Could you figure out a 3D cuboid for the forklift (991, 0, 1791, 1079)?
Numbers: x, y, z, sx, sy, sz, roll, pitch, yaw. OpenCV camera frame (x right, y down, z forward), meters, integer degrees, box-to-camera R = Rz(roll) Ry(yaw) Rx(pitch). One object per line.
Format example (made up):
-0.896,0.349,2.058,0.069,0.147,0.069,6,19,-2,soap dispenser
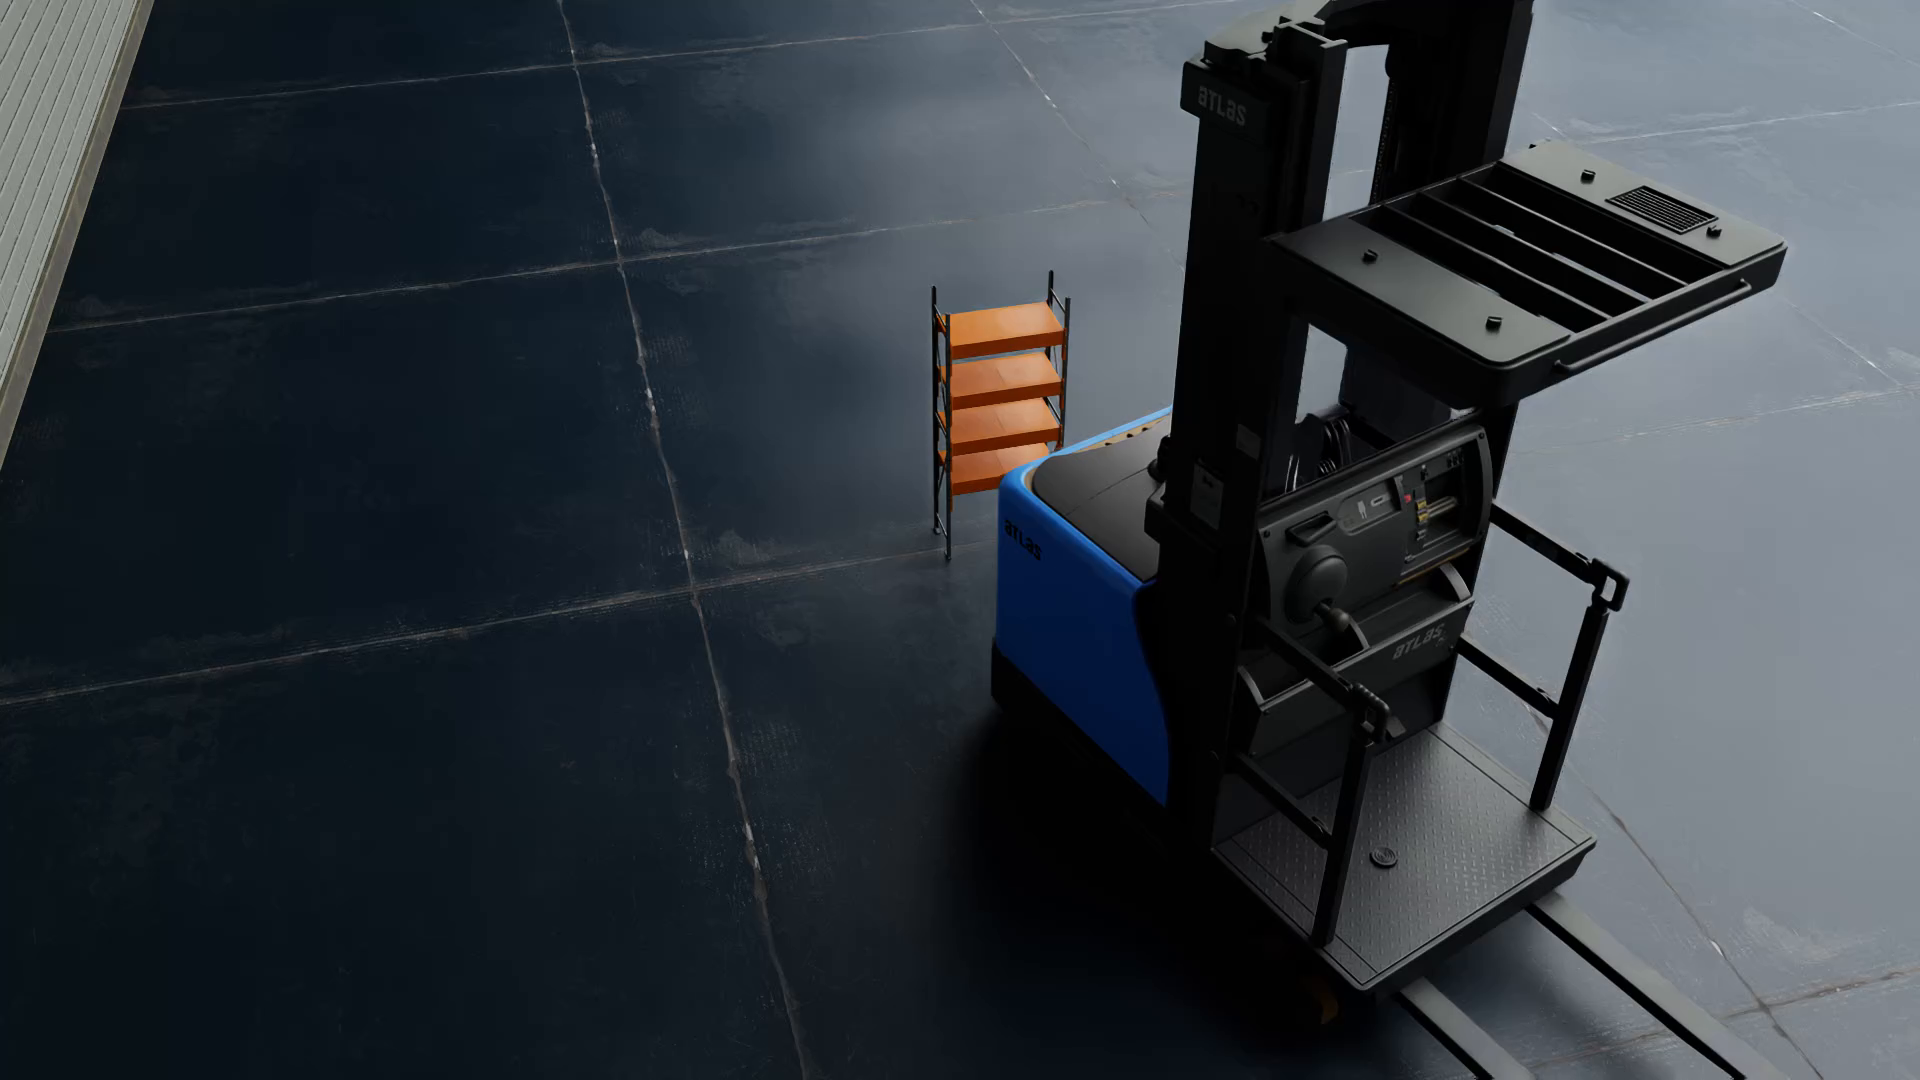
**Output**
1.363,0.034,4.793,1.130,2.935,3.031,-23,43,-27,forklift

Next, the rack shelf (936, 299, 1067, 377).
0.160,-0.815,6.681,0.480,0.148,0.258,-9,38,-12,rack shelf

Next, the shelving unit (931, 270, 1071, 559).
0.160,-0.503,6.920,0.503,1.200,0.258,-9,38,-12,shelving unit

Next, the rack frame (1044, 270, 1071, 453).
0.395,-0.541,6.970,0.015,1.200,0.240,-9,38,-12,rack frame

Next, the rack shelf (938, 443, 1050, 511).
0.160,-0.292,7.081,0.480,0.148,0.258,-9,38,-12,rack shelf

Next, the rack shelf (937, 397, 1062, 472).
0.160,-0.449,6.961,0.480,0.148,0.258,-9,38,-12,rack shelf

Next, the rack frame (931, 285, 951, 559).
-0.076,-0.464,6.869,0.015,1.200,0.240,-9,38,-12,rack frame

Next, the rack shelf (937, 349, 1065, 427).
0.160,-0.627,6.825,0.480,0.148,0.258,-9,38,-12,rack shelf
